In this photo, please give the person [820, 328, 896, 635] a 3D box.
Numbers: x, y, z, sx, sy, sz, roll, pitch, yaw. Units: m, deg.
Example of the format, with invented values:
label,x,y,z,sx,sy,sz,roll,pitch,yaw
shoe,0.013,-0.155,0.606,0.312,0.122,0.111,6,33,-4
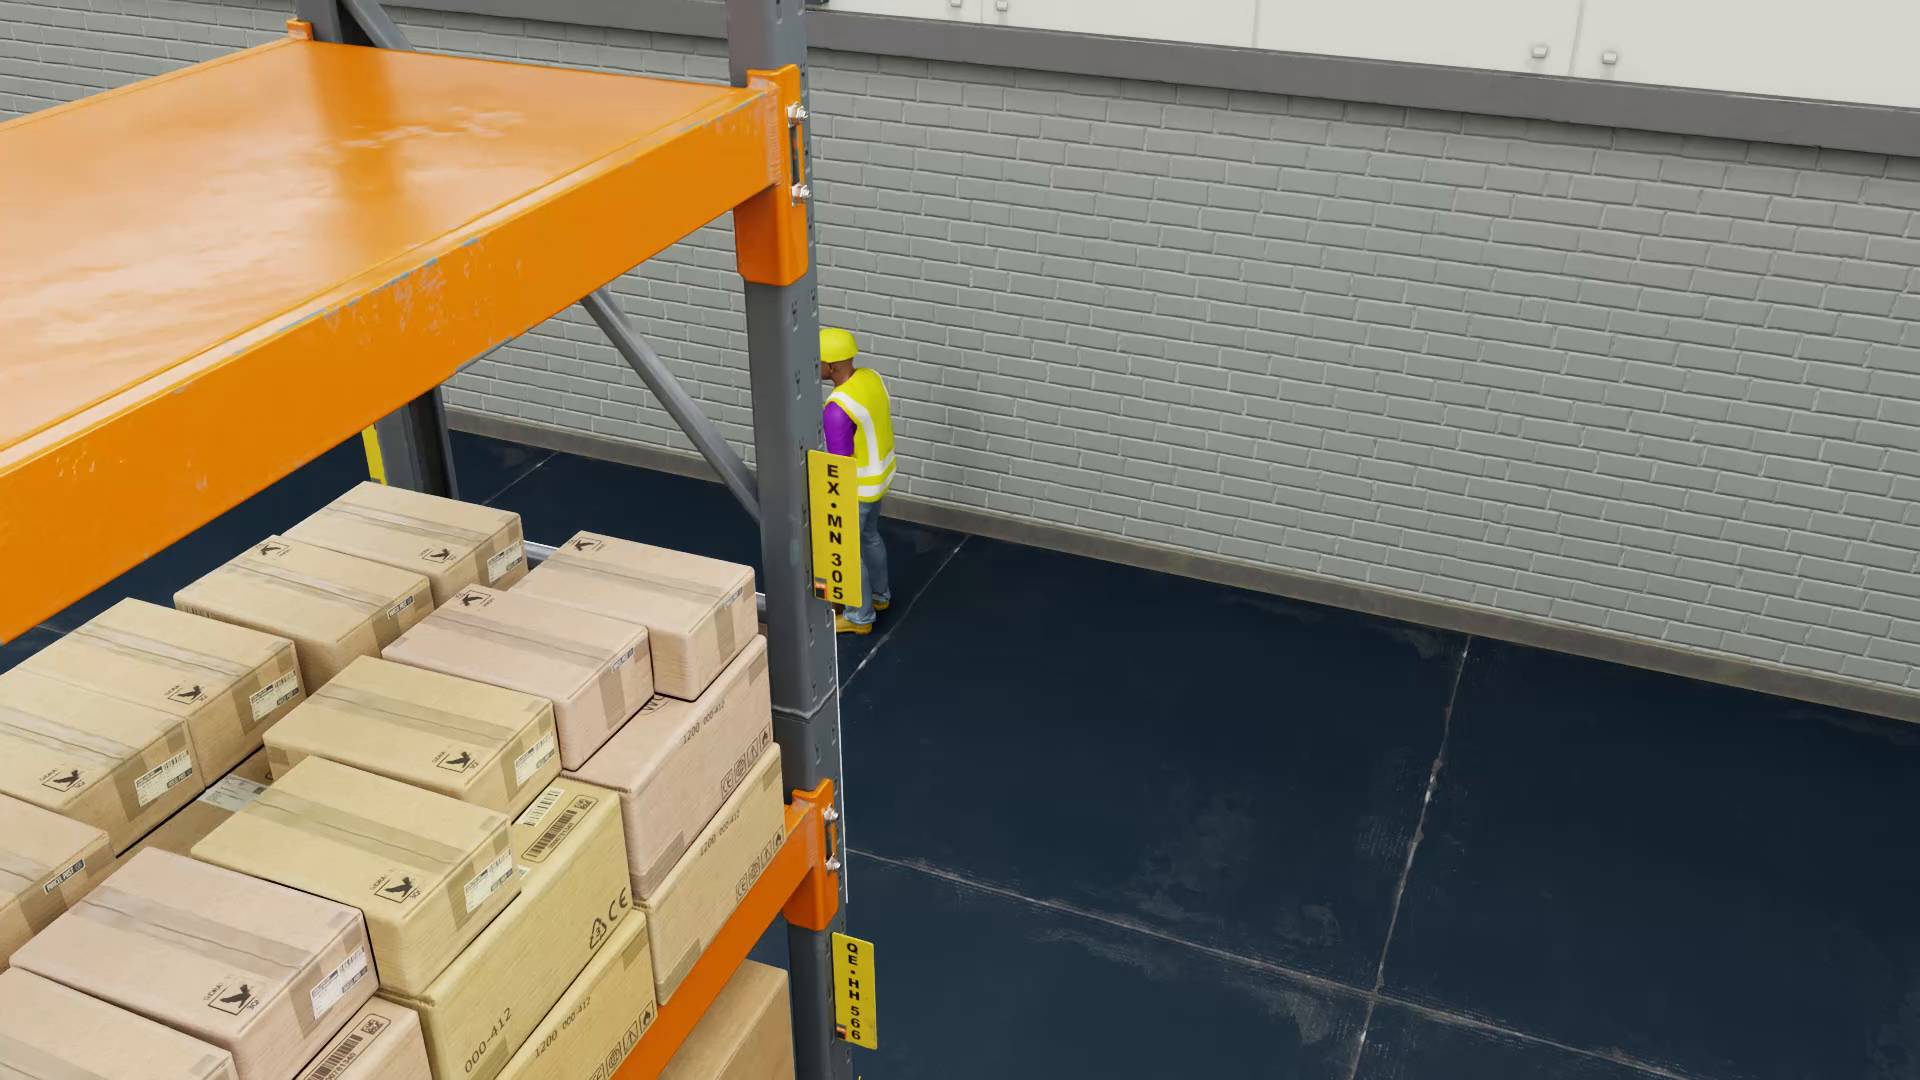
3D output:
label,x,y,z,sx,sy,sz,roll,pitch,yaw
person,-0.584,-0.317,8.942,0.455,1.761,0.635,10,31,17
